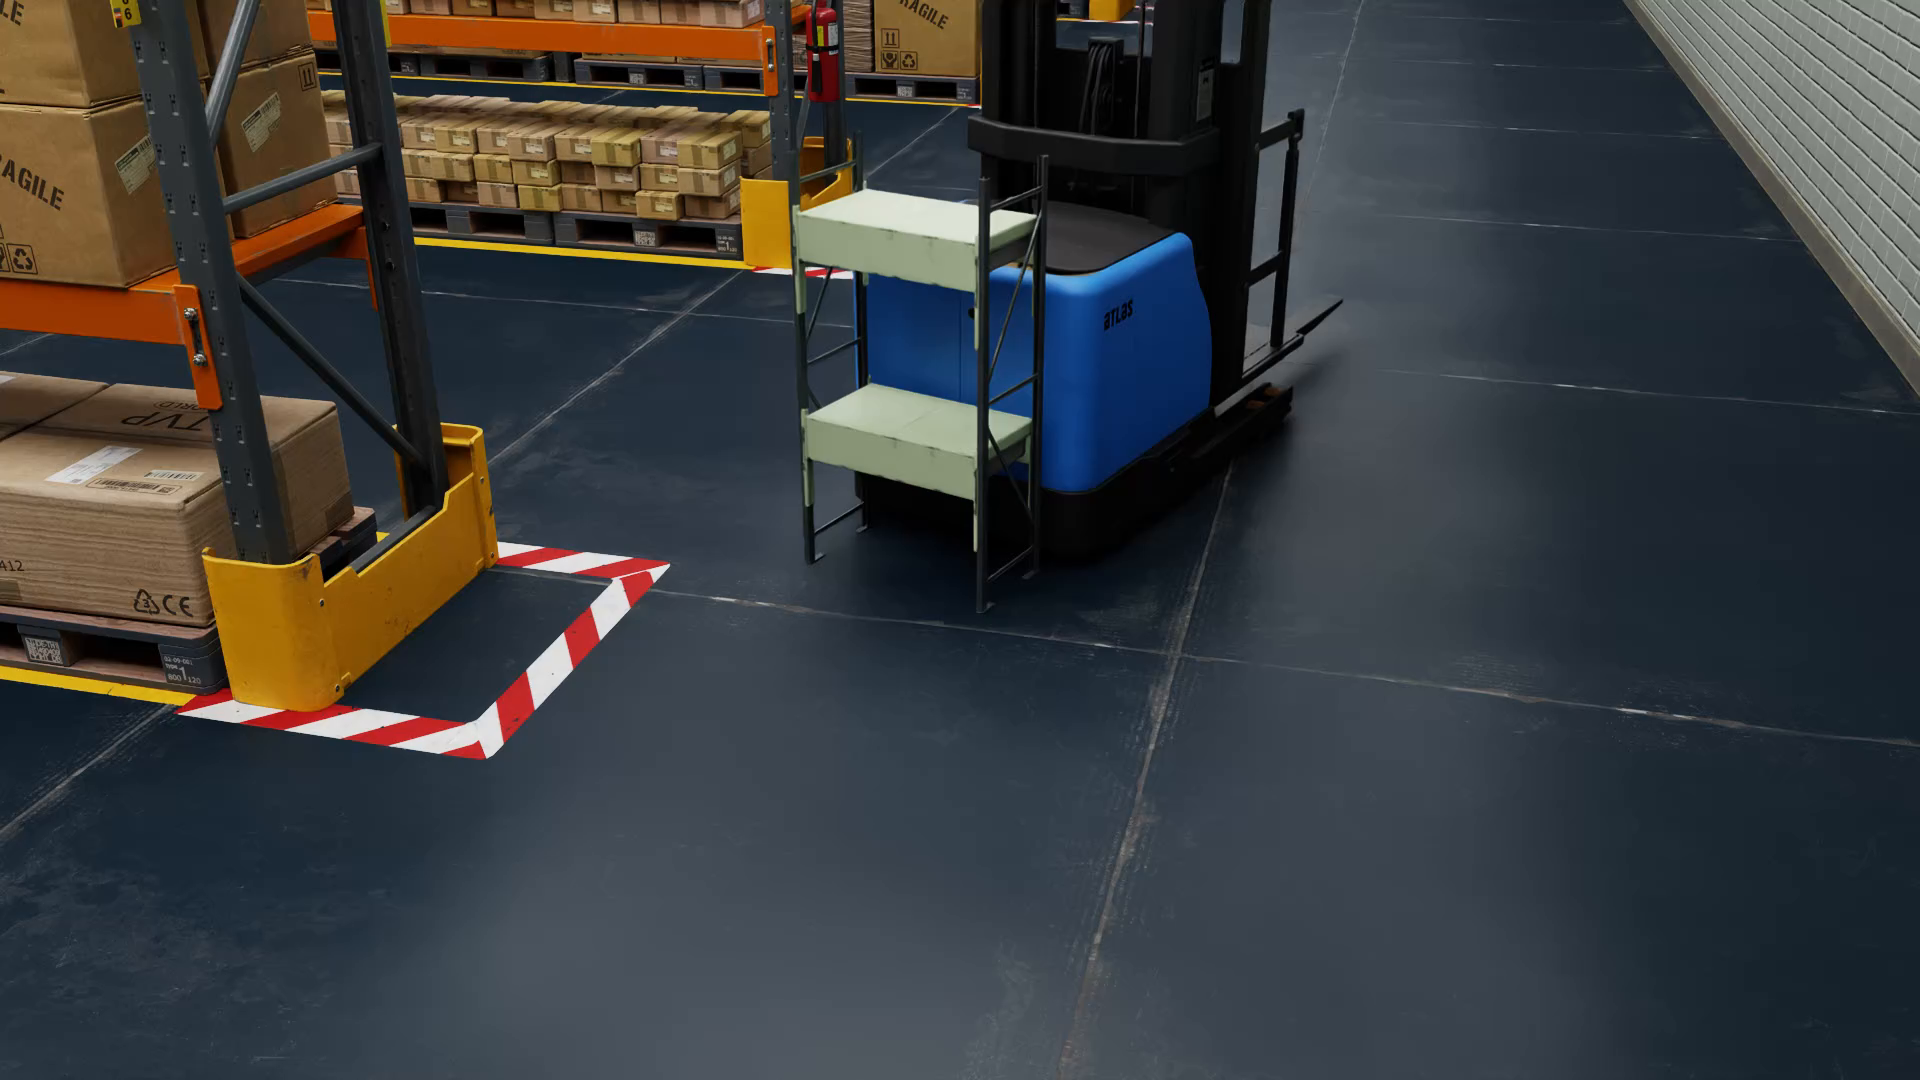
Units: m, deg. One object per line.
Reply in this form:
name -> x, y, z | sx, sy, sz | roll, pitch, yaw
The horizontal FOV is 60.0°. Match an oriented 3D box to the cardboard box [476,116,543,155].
cardboard box -> -2.701, -2.433, 10.007 | 0.250, 0.149, 0.380 | 5, 26, 11

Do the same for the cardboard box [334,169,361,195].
cardboard box -> -3.708, -2.269, 10.355 | 0.250, 0.149, 0.380 | 6, 26, 12

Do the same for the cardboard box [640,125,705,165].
cardboard box -> -1.682, -2.324, 9.779 | 0.250, 0.149, 0.380 | 7, 26, 14

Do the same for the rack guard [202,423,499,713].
rack guard -> -1.988, 0.051, 5.560 | 0.348, 0.500, 1.175 | 6, 26, 13

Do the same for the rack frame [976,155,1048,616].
rack frame -> 0.171, -0.493, 5.541 | 0.023, 1.500, 0.400 | 15, 29, 29

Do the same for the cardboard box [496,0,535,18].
cardboard box -> -2.489, -3.130, 9.627 | 0.250, 0.149, 0.380 | 5, 26, 11

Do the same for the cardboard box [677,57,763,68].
cardboard box -> -1.927, -4.664, 14.539 | 0.875, 0.875, 0.875 | 6, 26, 13

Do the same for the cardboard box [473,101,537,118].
cardboard box -> -2.846, -2.640, 10.441 | 0.250, 0.149, 0.380 | 6, 26, 13

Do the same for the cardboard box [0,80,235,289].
cardboard box -> -2.545, -1.066, 4.884 | 0.500, 0.500, 0.500 | 6, 26, 13

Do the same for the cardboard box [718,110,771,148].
cardboard box -> -1.300, -2.520, 10.189 | 0.250, 0.149, 0.380 | 5, 26, 11

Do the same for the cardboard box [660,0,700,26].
cardboard box -> -1.494, -2.997, 9.349 | 0.250, 0.149, 0.380 | 6, 26, 13

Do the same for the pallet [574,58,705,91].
pallet -> -2.701, -4.261, 14.954 | 1.213, 0.211, 1.003 | 6, 26, 13

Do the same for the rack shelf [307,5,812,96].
rack shelf -> -2.814, -3.041, 9.984 | 4.000, 0.370, 1.077 | 6, 26, 13

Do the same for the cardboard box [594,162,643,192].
cardboard box -> -1.963, -2.181, 9.823 | 0.250, 0.149, 0.380 | 5, 26, 11

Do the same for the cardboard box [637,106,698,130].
cardboard box -> -1.809, -2.580, 10.315 | 0.250, 0.149, 0.380 | 6, 26, 13

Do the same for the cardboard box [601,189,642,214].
cardboard box -> -1.947, -2.073, 9.942 | 0.250, 0.149, 0.380 | 6, 26, 13

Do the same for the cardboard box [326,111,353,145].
cardboard box -> -3.701, -2.548, 10.249 | 0.250, 0.149, 0.380 | 6, 26, 12

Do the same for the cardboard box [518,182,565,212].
cardboard box -> -2.452, -2.095, 9.989 | 0.250, 0.149, 0.380 | 5, 26, 11

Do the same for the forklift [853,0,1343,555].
forklift -> 0.807, -1.857, 6.742 | 1.130, 2.935, 3.031 | 15, 29, 29

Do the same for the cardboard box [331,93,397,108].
cardboard box -> -3.841, -2.786, 10.749 | 0.250, 0.149, 0.380 | 6, 26, 13

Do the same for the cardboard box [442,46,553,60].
cardboard box -> -4.042, -4.924, 15.087 | 0.875, 0.875, 1.225 | 6, 26, 13

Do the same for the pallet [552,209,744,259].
pallet -> -1.728, -2.002, 10.210 | 1.213, 0.211, 1.003 | 6, 26, 13

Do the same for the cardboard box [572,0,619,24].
cardboard box -> -1.994, -3.036, 9.429 | 0.250, 0.149, 0.380 | 7, 26, 14

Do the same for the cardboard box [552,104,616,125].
cardboard box -> -2.336, -2.605, 10.369 | 0.250, 0.149, 0.380 | 7, 26, 15

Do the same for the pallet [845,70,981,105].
pallet -> -0.337, -3.999, 14.405 | 1.213, 0.211, 1.003 | 6, 26, 13

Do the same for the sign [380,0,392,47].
sign -> -1.868, -1.737, 5.309 | 0.005, 0.325, 0.100 | 6, 26, 13

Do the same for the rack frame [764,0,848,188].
rack frame -> -0.877, -3.151, 9.380 | 0.127, 3.000, 1.000 | 6, 26, 13

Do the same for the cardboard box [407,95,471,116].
cardboard box -> -3.324, -2.736, 10.642 | 0.250, 0.149, 0.380 | 5, 26, 10

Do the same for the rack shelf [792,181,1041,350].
rack shelf -> -0.140, -0.929, 5.548 | 0.720, 0.370, 0.431 | 15, 29, 29

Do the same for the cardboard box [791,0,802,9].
cardboard box -> -1.109, -3.209, 9.793 | 0.250, 0.149, 0.380 | 6, 26, 13

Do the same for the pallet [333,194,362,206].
pallet -> -4.091, -2.263, 10.759 | 1.213, 0.211, 1.003 | 6, 26, 13

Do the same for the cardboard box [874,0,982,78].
cardboard box -> -0.183, -4.471, 14.135 | 0.875, 0.875, 0.875 | 6, 26, 13

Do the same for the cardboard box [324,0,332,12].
cardboard box -> -3.528, -3.210, 9.796 | 0.250, 0.149, 0.380 | 7, 26, 14

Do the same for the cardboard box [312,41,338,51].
cardboard box -> -5.767, -5.111, 15.479 | 0.875, 0.875, 1.225 | 6, 26, 13

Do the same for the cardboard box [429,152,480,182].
cardboard box -> -2.985, -2.284, 10.040 | 0.250, 0.149, 0.380 | 7, 26, 14

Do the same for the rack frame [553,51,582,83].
rack frame -> -3.418, -5.634, 14.594 | 0.127, 3.000, 1.000 | 6, 26, 13

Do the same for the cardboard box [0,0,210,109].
cardboard box -> -2.538, -1.529, 4.692 | 0.500, 0.500, 0.500 | 7, 26, 15

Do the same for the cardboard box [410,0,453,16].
cardboard box -> -2.999, -3.170, 9.710 | 0.250, 0.149, 0.380 | 7, 26, 15

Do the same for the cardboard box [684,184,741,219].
cardboard box -> -1.438, -2.023, 9.838 | 0.250, 0.149, 0.380 | 7, 26, 14

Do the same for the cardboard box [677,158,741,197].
cardboard box -> -1.459, -2.126, 9.708 | 0.250, 0.149, 0.380 | 6, 26, 12

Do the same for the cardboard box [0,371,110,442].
cardboard box -> -3.564, -0.236, 5.748 | 0.875, 0.438, 0.875 | 7, 26, 14

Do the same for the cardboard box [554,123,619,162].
cardboard box -> -2.199, -2.353, 9.839 | 0.250, 0.149, 0.380 | 5, 26, 11

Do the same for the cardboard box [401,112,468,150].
cardboard box -> -3.191, -2.492, 10.131 | 0.250, 0.149, 0.380 | 5, 26, 11

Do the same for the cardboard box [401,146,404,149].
cardboard box -> -3.446, -2.374, 10.229 | 0.250, 0.149, 0.380 | 8, 26, 15

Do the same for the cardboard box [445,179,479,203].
cardboard box -> -2.938, -2.191, 10.191 | 0.250, 0.149, 0.380 | 7, 26, 14

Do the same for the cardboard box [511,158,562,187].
cardboard box -> -2.467, -2.231, 9.928 | 0.250, 0.149, 0.380 | 7, 26, 14

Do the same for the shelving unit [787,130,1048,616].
shelving unit -> -0.140, -0.576, 5.716 | 0.755, 1.500, 0.431 | 15, 29, 29

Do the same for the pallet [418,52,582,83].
pallet -> -4.184, -4.426, 15.301 | 1.213, 0.211, 1.003 | 6, 26, 13
